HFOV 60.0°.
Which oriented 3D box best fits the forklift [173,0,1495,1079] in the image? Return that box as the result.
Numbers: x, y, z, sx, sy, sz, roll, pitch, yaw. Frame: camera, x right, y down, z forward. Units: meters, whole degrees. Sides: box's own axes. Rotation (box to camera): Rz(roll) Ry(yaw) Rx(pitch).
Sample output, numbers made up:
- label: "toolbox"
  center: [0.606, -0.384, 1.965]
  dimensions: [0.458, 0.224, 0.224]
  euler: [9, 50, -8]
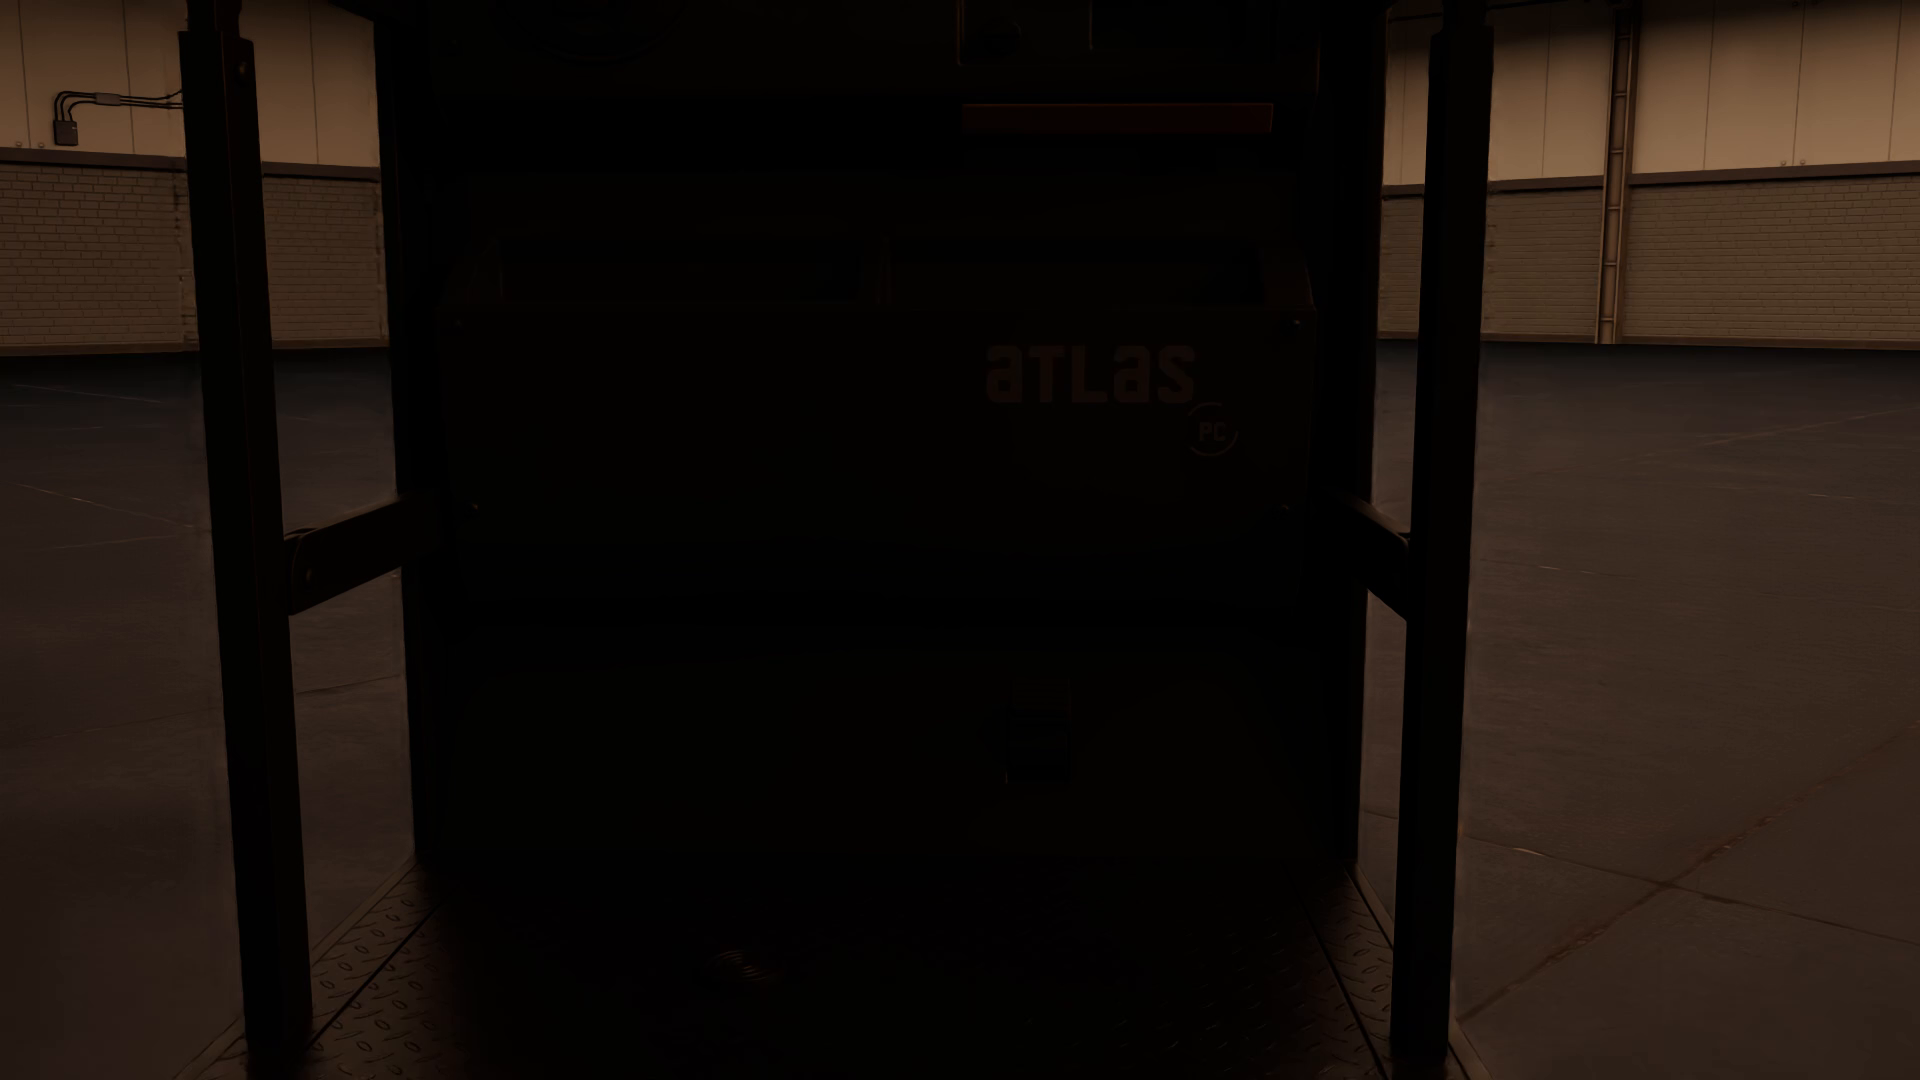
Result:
- label: "forklift"
  center: [-0.094, -0.702, 1.538]
  dimensions: [1.130, 2.935, 3.031]
  euler: [0, 9, 2]
